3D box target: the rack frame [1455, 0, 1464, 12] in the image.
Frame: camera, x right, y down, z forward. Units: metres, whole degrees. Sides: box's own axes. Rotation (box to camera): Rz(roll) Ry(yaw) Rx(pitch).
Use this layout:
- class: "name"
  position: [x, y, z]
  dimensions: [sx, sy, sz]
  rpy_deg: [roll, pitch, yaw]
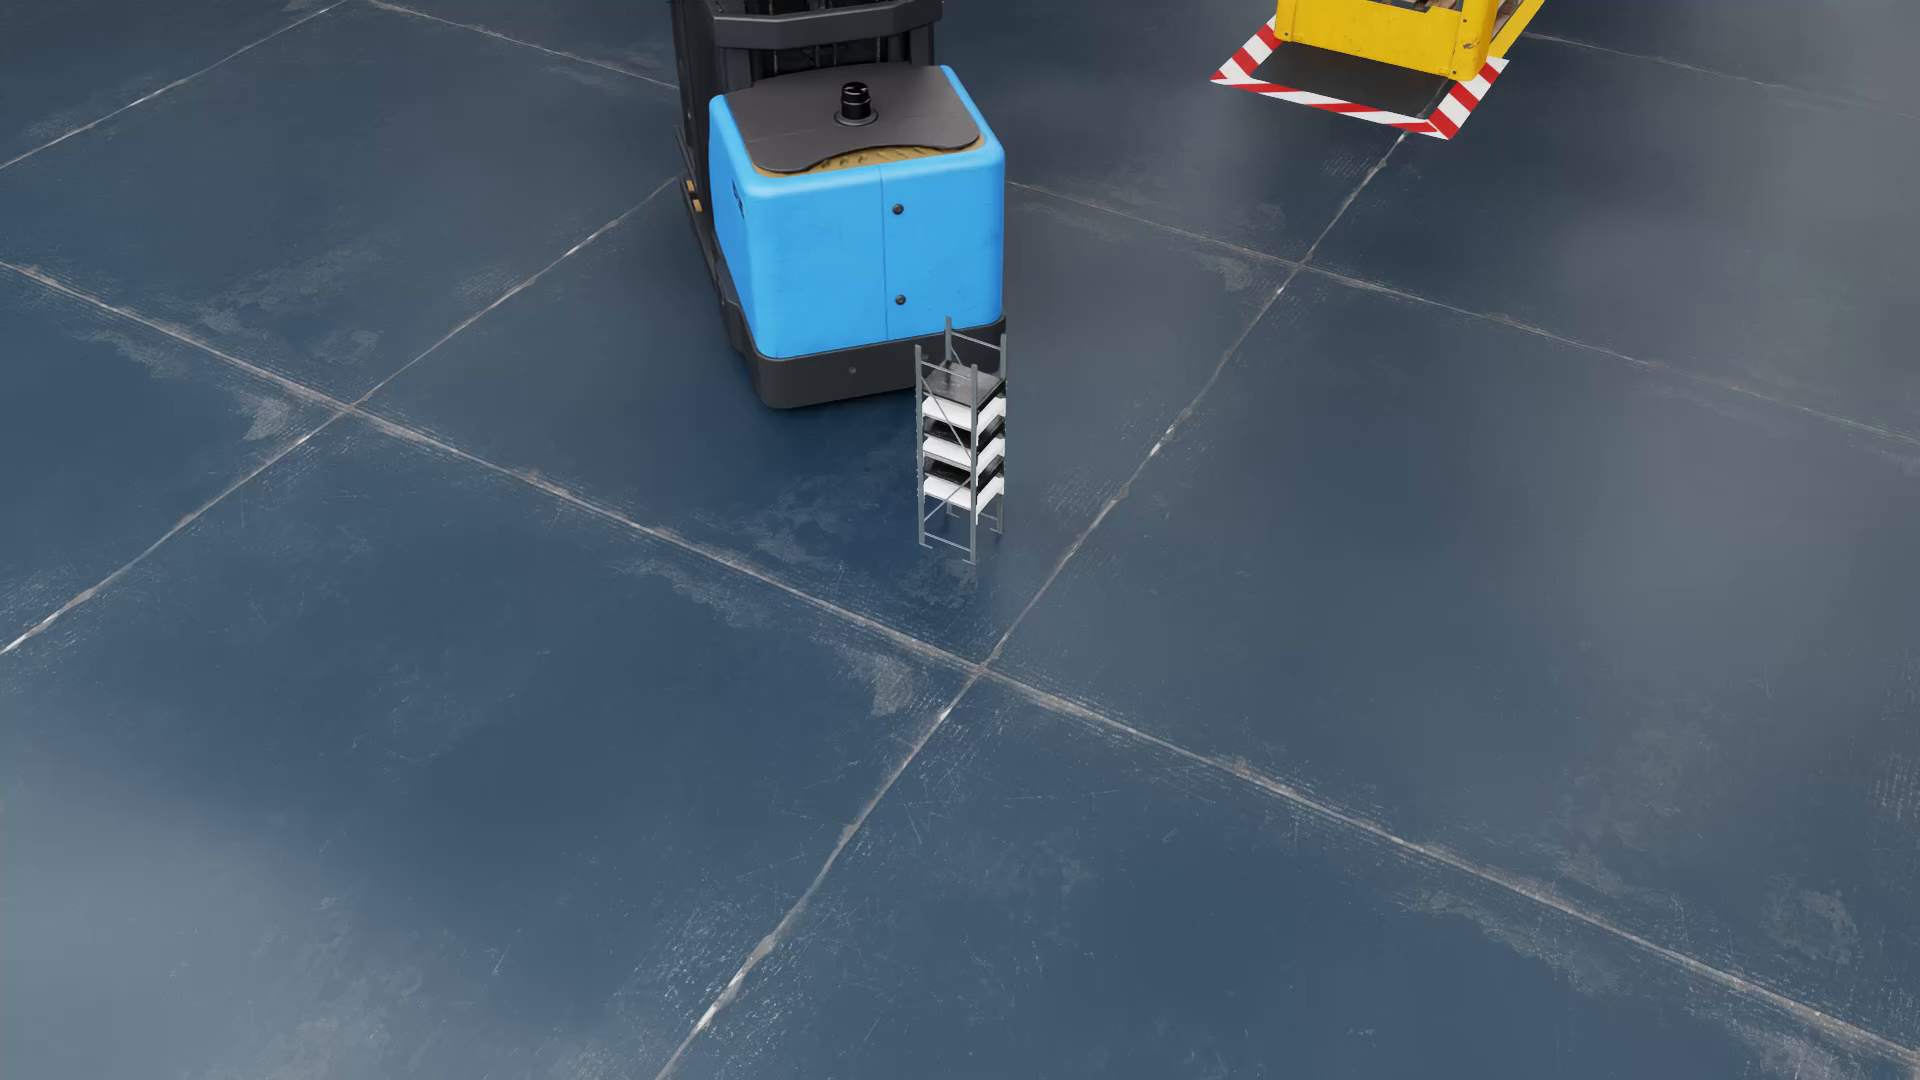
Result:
- class: "rack frame"
  position: [2.328, -3.868, 8.372]
  dimensions: [1.000, 3.000, 0.127]
  rpy_deg: [21, 45, 22]

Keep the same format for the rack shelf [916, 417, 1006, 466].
- class: "rack shelf"
  position: [0.004, -0.385, 5.920]
  dimensions: [0.258, 0.077, 0.200]
  rpy_deg: [21, 45, 22]

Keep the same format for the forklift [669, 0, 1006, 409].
- class: "forklift"
  position: [-0.717, -2.617, 7.004]
  dimensions: [1.130, 2.935, 3.031]
  rpy_deg: [-11, 43, -12]

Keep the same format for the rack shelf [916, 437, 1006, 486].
- class: "rack shelf"
  position: [0.004, -0.317, 5.980]
  dimensions: [0.258, 0.077, 0.200]
  rpy_deg: [21, 45, 22]

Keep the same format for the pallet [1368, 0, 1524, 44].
- class: "pallet"
  position: [2.803, -3.318, 9.858]
  dimensions: [1.003, 0.211, 1.213]
  rpy_deg: [21, 45, 22]

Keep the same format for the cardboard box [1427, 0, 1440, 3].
- class: "cardboard box"
  position: [2.655, -3.439, 9.459]
  dimensions: [0.500, 0.500, 0.500]
  rpy_deg: [30, 49, 29]

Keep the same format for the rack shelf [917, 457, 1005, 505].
- class: "rack shelf"
  position: [0.004, -0.250, 6.039]
  dimensions: [0.258, 0.077, 0.200]
  rpy_deg: [21, 45, 22]

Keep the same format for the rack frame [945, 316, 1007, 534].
- class: "rack frame"
  position: [0.055, -0.401, 6.024]
  dimensions: [0.240, 0.900, 0.006]
  rpy_deg: [21, 45, 22]

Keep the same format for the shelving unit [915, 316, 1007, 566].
- class: "shelving unit"
  position: [0.004, -0.342, 5.958]
  dimensions: [0.258, 0.900, 0.210]
  rpy_deg: [21, 45, 22]

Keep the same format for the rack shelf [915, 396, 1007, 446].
- class: "rack shelf"
  position: [0.004, -0.452, 5.861]
  dimensions: [0.258, 0.077, 0.200]
  rpy_deg: [21, 45, 22]

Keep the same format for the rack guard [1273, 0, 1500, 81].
- class: "rack guard"
  position: [2.366, -2.973, 9.248]
  dimensions: [1.175, 0.500, 0.348]
  rpy_deg: [21, 45, 22]

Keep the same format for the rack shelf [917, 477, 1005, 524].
- class: "rack shelf"
  position: [0.004, -0.182, 6.099]
  dimensions: [0.258, 0.077, 0.200]
  rpy_deg: [21, 45, 22]

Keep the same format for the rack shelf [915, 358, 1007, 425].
- class: "rack shelf"
  position: [0.004, -0.520, 5.801]
  dimensions: [0.258, 0.077, 0.200]
  rpy_deg: [21, 45, 22]

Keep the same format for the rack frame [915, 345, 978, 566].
- class: "rack frame"
  position: [-0.047, -0.284, 5.892]
  dimensions: [0.240, 0.900, 0.006]
  rpy_deg: [21, 45, 22]
